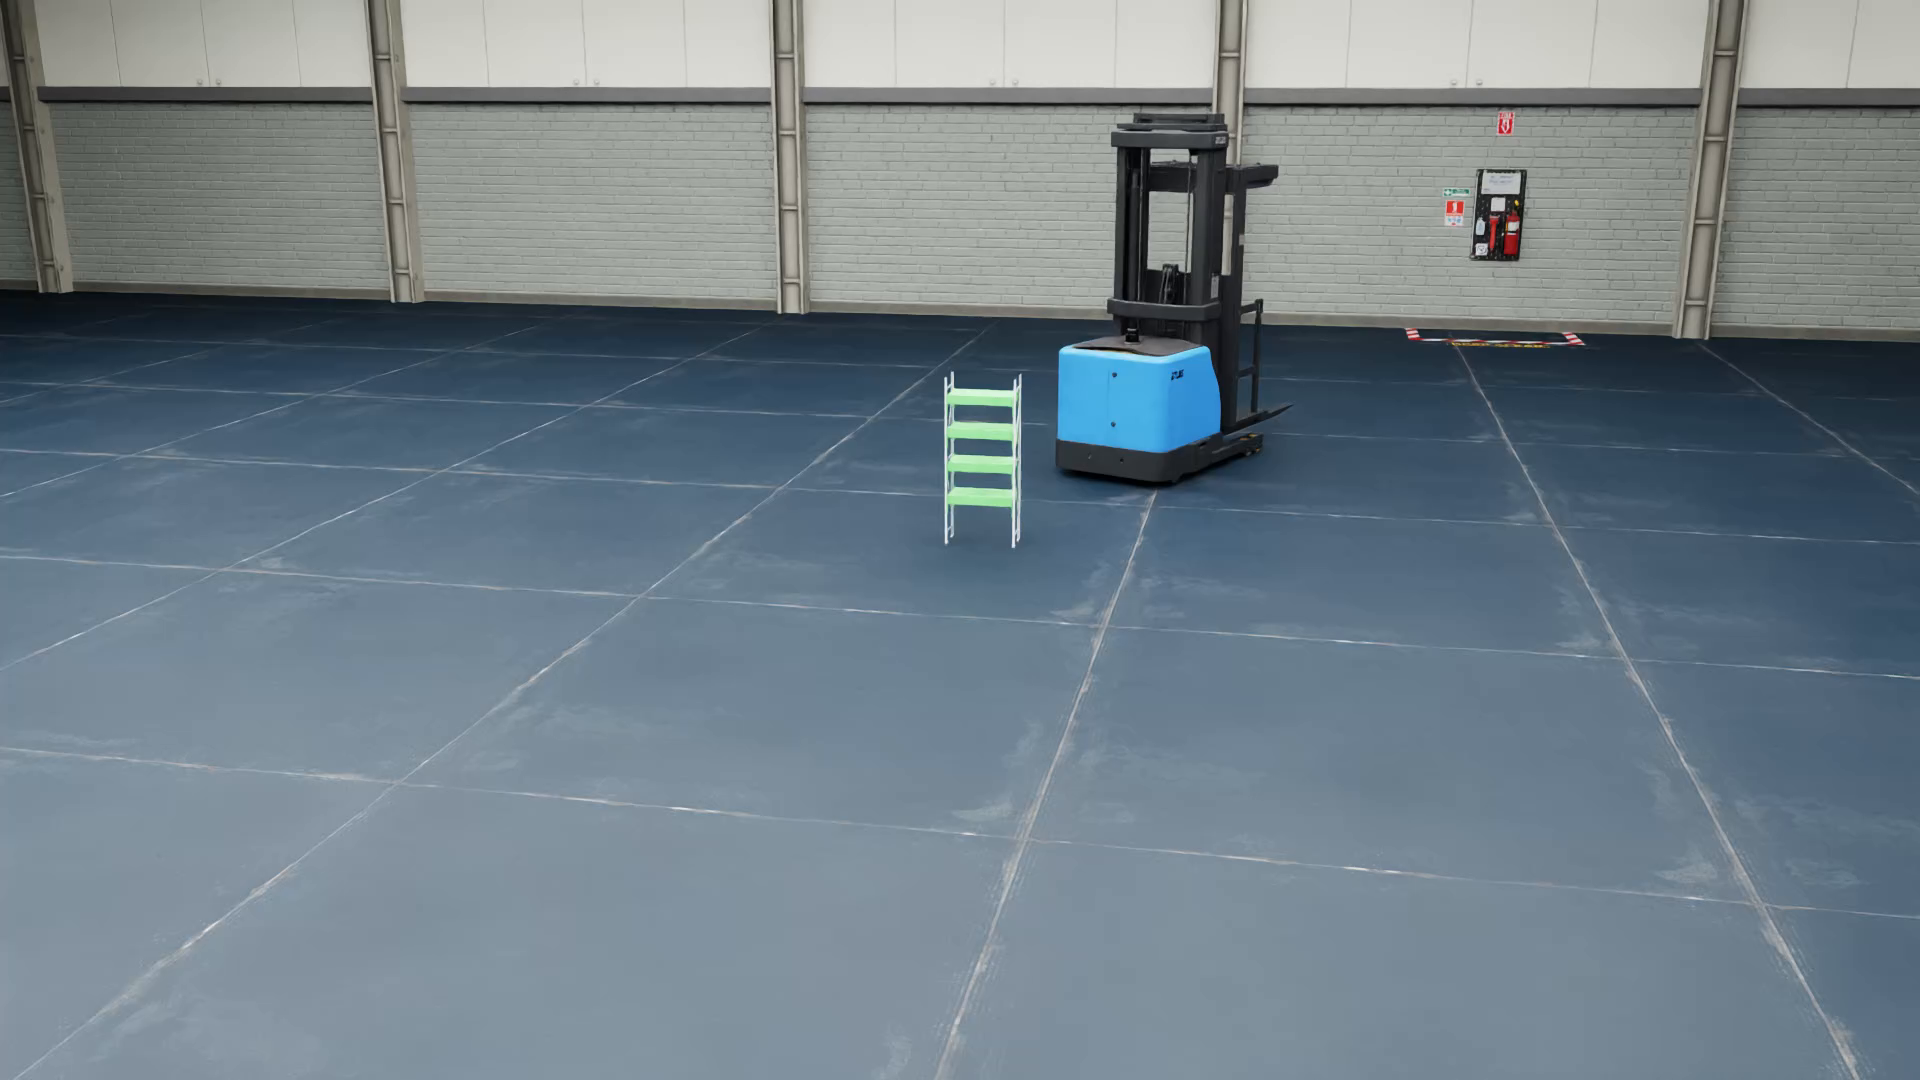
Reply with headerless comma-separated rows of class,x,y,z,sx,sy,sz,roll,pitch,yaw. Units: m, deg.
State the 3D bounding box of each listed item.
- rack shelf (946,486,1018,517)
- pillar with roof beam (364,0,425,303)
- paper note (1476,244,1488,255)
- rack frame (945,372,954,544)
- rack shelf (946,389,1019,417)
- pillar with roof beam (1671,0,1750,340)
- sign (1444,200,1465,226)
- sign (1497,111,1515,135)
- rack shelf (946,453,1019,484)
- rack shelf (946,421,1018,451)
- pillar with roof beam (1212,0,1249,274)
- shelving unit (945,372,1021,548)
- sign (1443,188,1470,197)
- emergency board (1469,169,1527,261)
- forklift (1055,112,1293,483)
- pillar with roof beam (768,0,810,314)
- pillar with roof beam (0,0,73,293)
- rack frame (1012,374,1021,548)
rack shelf,0.162,-0.277,11.881,0.480,0.148,0.258,3,16,11
pillar with roof beam,-9.104,-6.775,19.594,0.400,9.000,9.100,3,16,11
paper note,6.819,-3.797,21.731,0.142,0.148,0.016,3,16,11
rack frame,-0.077,-0.582,11.847,0.015,1.200,0.240,3,16,11
rack shelf,0.162,-0.970,11.689,0.480,0.148,0.258,3,16,11
pillar with roof beam,8.535,-5.818,16.137,0.400,9.000,9.100,3,16,11
sign,6.458,-4.268,21.713,0.234,0.329,0.001,3,16,11
sign,6.991,-5.338,21.300,0.199,0.298,0.001,3,16,11
rack shelf,0.162,-0.508,11.817,0.480,0.148,0.258,3,16,11
rack shelf,0.162,-0.739,11.753,0.480,0.148,0.258,3,16,11
pillar with roof beam,2.655,-6.137,17.290,0.400,9.000,9.100,3,16,11
shelving unit,0.162,-0.569,11.800,0.503,1.200,0.258,3,16,11
sign,6.460,-4.521,21.633,0.331,0.109,0.001,3,16,11
emergency board,6.979,-4.194,21.514,0.643,1.169,0.194,3,16,11
forklift,2.046,-2.213,14.491,1.130,2.935,3.031,10,19,33
pillar with roof beam,-3.224,-6.456,18.442,0.400,9.000,9.100,3,16,11
pillar with roof beam,-14.984,-7.094,20.746,0.400,9.000,9.100,3,16,11
rack frame,0.401,-0.556,11.753,0.015,1.200,0.240,3,16,11
